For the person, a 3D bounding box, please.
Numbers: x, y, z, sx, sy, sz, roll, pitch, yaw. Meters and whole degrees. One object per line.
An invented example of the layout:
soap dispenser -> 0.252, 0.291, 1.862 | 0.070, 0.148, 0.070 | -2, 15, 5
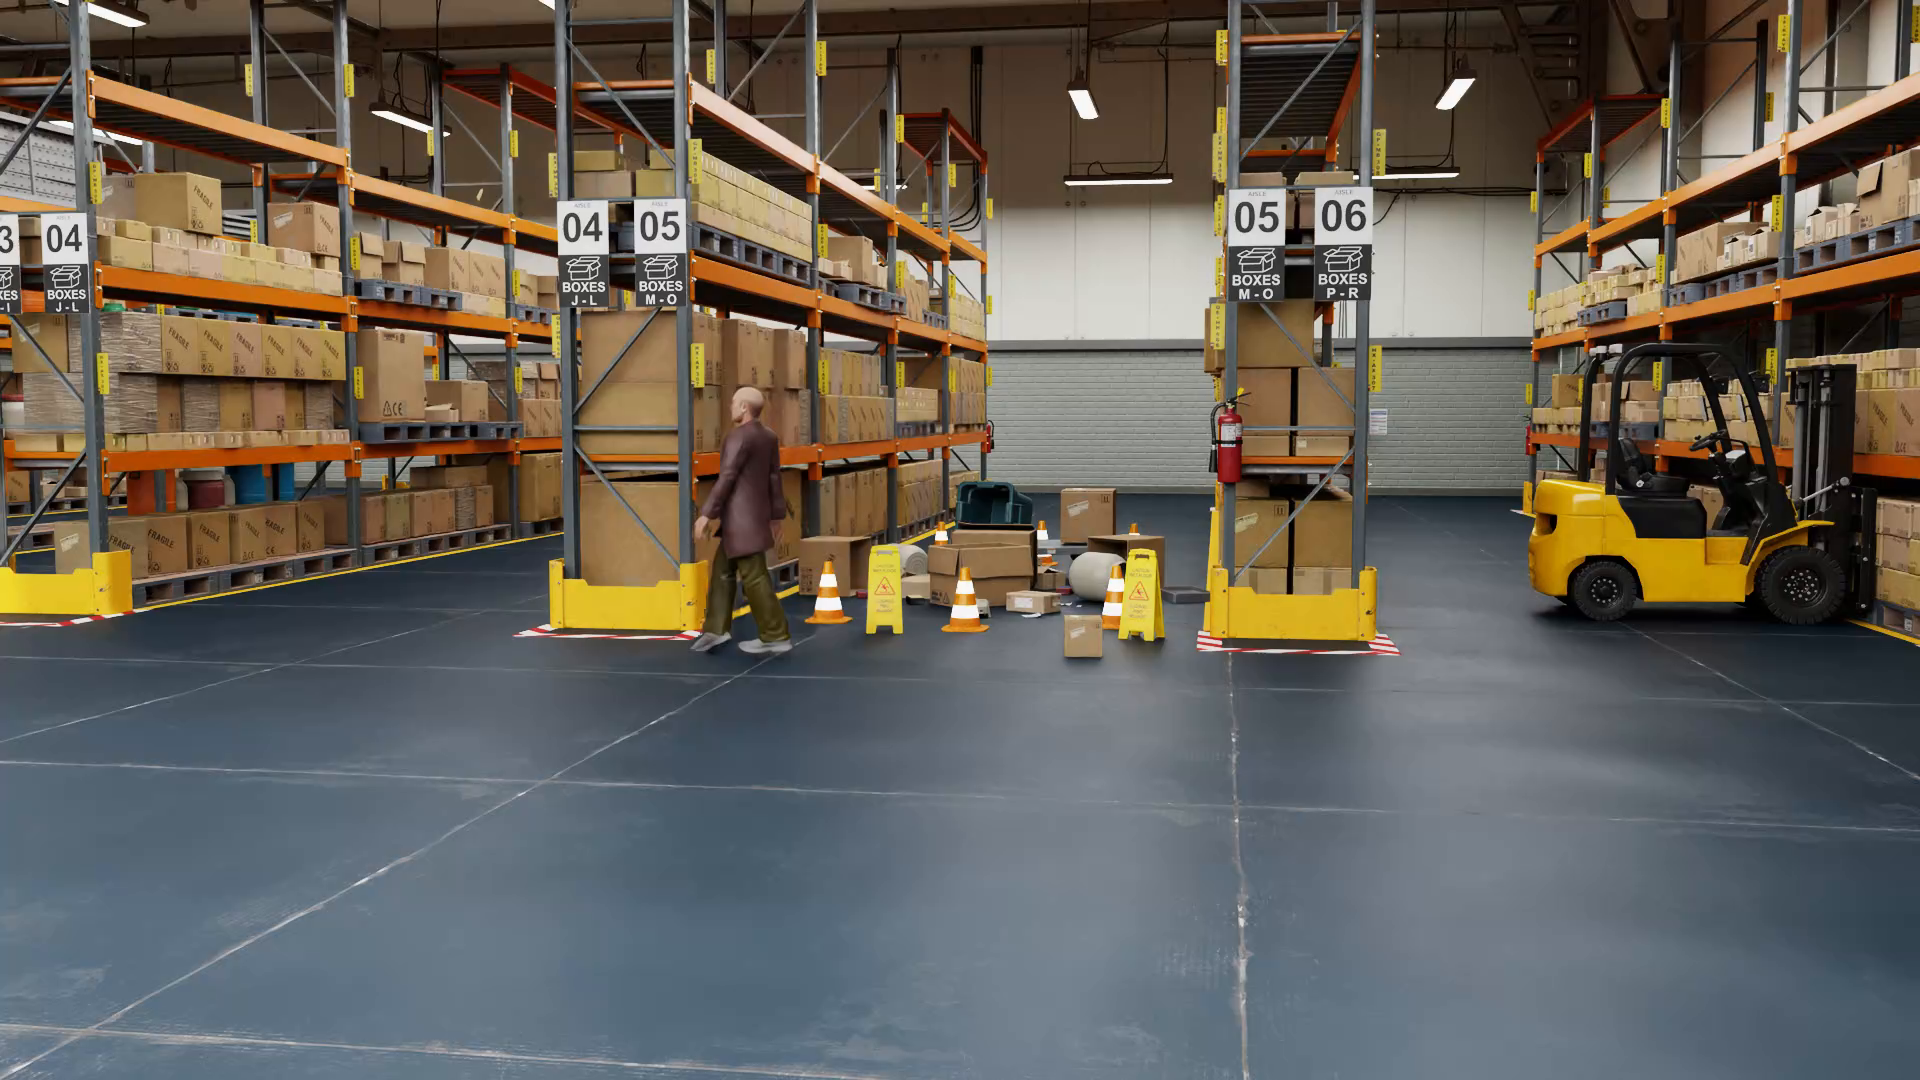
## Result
person -> -1.488, -0.108, 11.035 | 0.815, 1.810, 0.627 | 1, 4, 14
